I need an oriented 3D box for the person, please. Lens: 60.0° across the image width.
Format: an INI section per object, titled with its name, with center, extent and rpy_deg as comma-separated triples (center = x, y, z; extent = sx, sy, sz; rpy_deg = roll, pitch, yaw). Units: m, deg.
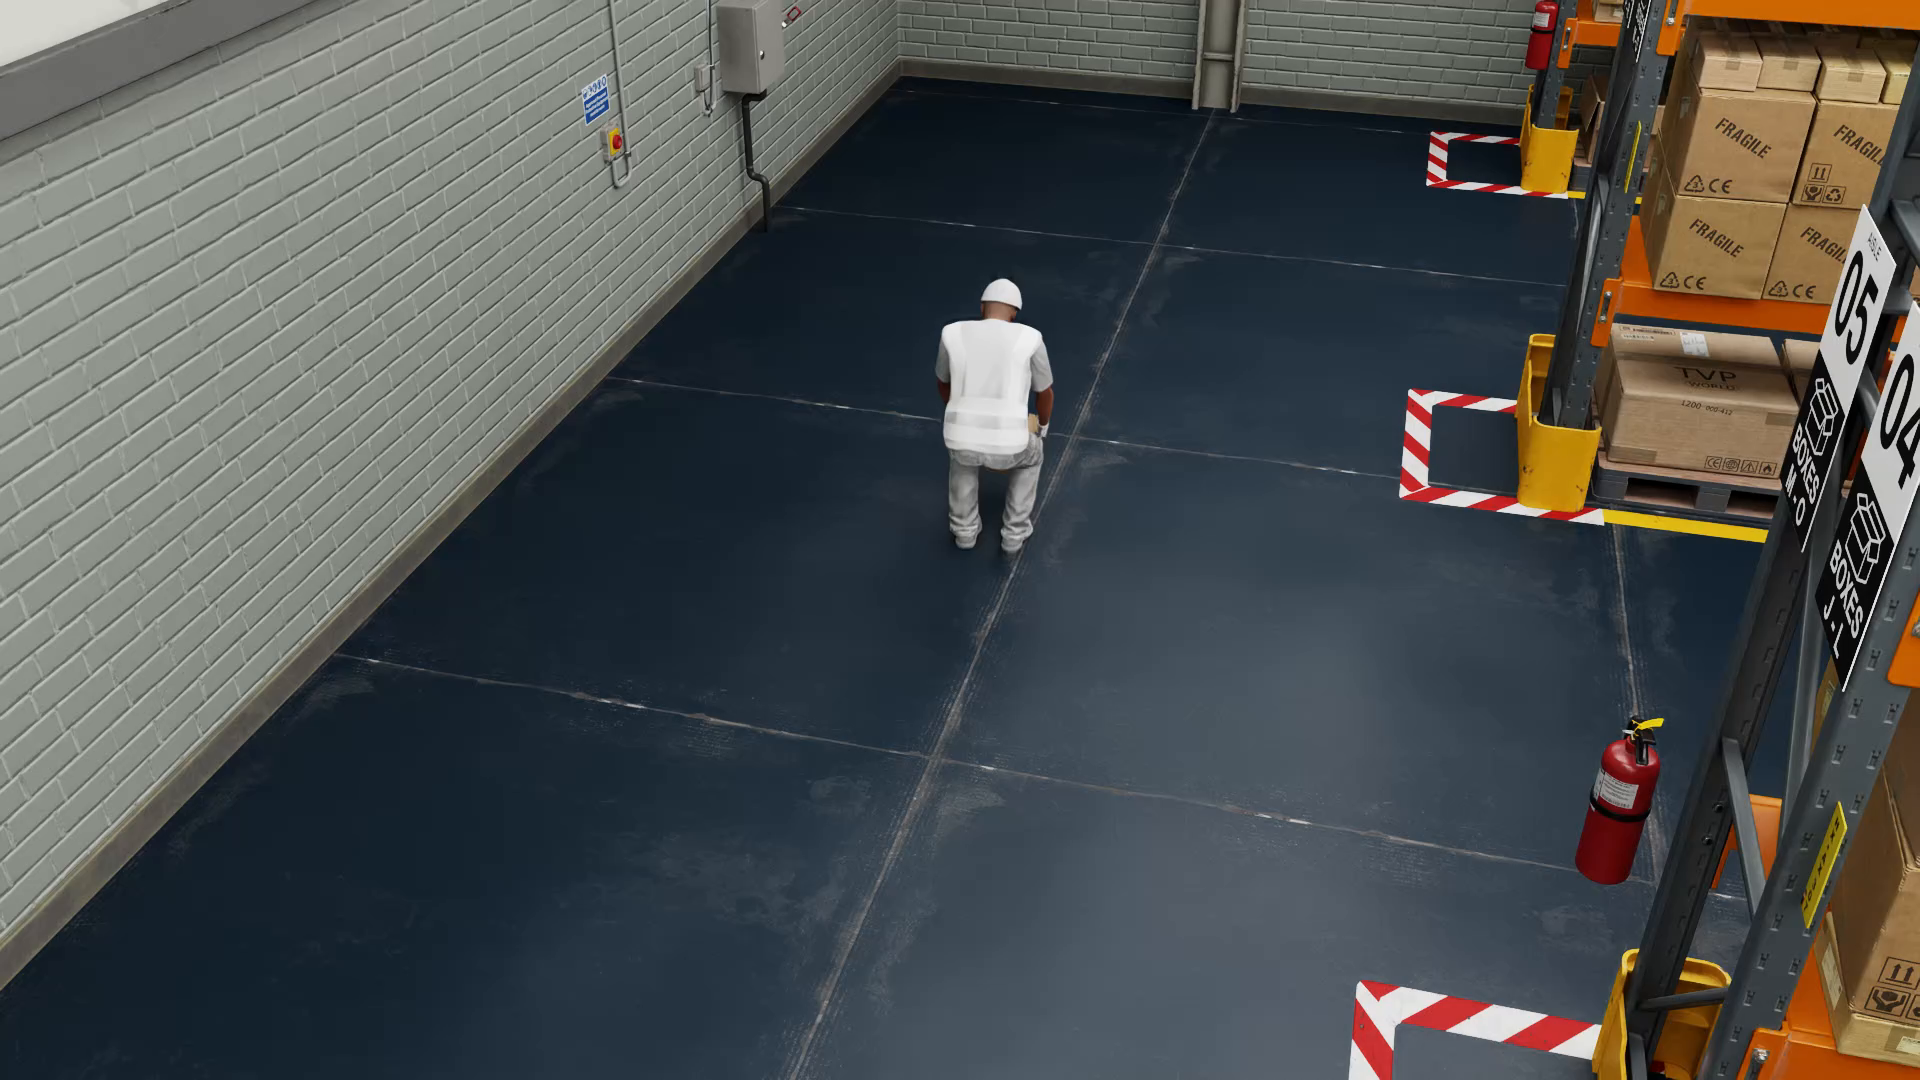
[person]
center = 0.143, -0.771, 8.386
extent = 0.609, 0.922, 0.813
rpy_deg = 8, 33, 12
